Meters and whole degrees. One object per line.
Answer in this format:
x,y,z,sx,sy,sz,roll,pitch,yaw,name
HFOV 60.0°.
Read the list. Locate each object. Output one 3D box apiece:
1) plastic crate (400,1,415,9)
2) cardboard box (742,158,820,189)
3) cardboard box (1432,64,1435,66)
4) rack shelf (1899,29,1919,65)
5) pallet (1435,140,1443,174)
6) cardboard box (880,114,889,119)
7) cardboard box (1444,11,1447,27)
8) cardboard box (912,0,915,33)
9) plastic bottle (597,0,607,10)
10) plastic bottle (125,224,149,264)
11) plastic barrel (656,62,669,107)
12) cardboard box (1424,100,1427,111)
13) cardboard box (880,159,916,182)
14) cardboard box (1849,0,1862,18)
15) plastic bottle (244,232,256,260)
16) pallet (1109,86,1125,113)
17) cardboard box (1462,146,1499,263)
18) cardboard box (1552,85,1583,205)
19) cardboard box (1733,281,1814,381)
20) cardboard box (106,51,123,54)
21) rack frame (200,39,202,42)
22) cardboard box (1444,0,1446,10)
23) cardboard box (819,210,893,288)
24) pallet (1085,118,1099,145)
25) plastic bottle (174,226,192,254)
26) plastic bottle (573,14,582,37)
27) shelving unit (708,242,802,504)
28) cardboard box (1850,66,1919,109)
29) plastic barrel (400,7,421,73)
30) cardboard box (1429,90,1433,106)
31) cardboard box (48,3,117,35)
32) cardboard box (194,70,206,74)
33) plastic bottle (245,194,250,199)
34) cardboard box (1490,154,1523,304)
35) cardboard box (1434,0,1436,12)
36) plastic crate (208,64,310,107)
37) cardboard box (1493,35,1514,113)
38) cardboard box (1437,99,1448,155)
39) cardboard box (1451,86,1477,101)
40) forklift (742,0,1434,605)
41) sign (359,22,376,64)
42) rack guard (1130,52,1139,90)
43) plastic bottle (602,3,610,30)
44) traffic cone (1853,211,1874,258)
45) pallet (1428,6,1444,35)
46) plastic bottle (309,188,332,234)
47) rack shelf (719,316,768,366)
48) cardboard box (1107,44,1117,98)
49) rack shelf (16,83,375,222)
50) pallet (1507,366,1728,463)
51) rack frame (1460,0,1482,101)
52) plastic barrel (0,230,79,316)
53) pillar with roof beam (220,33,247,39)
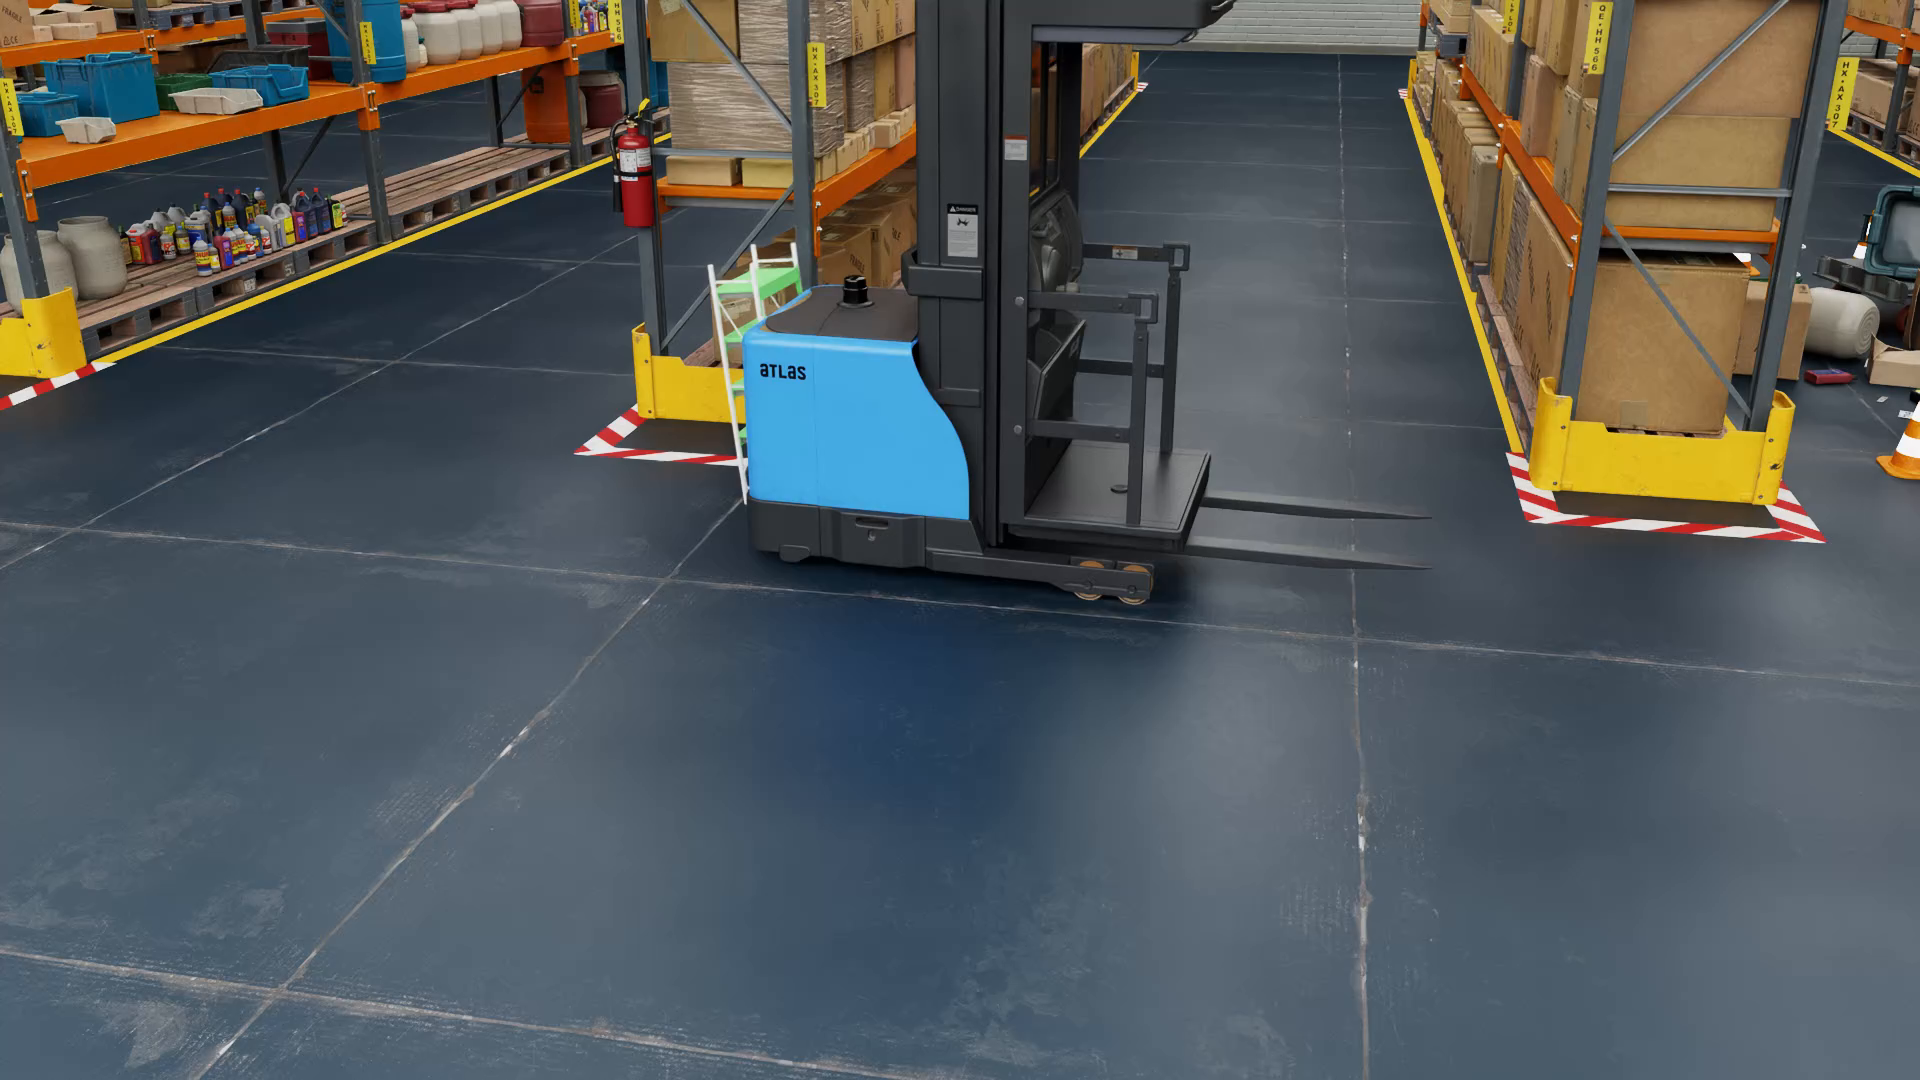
-5.135,-4.858,15.814,0.402,0.464,0.583,4,22,11,plastic crate
-0.998,-2.062,9.294,0.380,0.149,0.250,4,22,11,cardboard box
6.164,-5.929,21.018,0.380,0.149,0.250,5,22,11,cardboard box
10.452,-4.660,16.373,1.077,0.370,4.000,4,22,11,rack shelf
5.590,-4.040,17.602,1.003,0.211,1.213,4,22,11,pallet
-0.676,-2.704,10.890,0.380,0.149,0.250,4,22,11,cardboard box
4.933,-5.081,16.229,0.380,0.149,0.250,5,22,12,cardboard box
-0.500,-3.652,11.036,0.500,0.500,0.500,4,22,11,cardboard box
-4.197,-6.310,19.673,0.152,0.276,0.135,4,22,11,plastic bottle
-6.115,-2.206,12.372,0.152,0.276,0.135,5,22,11,plastic bottle
-3.817,-5.882,20.690,0.600,0.901,0.708,4,22,11,plastic barrel
5.866,-5.298,20.247,0.380,0.149,0.250,4,22,9,cardboard box
-0.327,-2.823,13.604,0.700,0.500,0.500,3,22,7,cardboard box
11.014,-6.525,19.905,0.500,0.500,0.500,5,23,13,cardboard box
-5.353,-2.213,12.491,0.097,0.201,0.097,0,22,0,plastic bottle
1.638,-5.907,22.238,1.003,0.211,1.213,4,22,11,pallet
4.400,-2.525,12.557,1.050,0.750,0.750,4,22,11,cardboard box
3.668,-2.089,8.824,0.875,0.550,0.550,4,22,11,cardboard box
5.049,-1.336,10.498,0.500,0.500,0.500,8,23,20,cardboard box
-12.923,-7.286,24.712,0.700,0.500,0.500,5,22,12,cardboard box
-12.572,-9.076,26.375,1.000,3.000,0.127,4,22,11,rack frame
4.988,-5.320,16.424,0.380,0.149,0.250,5,22,11,cardboard box
-0.753,-2.004,11.598,0.500,0.500,0.500,2,22,6,cardboard box
1.075,-4.899,19.736,1.003,0.211,1.213,4,22,11,pallet
-5.929,-2.289,12.680,0.097,0.201,0.097,0,22,0,plastic bottle
-4.101,-5.472,17.590,0.152,0.276,0.135,4,22,11,plastic bottle
-0.945,-0.828,8.272,0.258,1.200,0.503,1,21,19,shelving unit
11.461,-5.610,20.636,0.875,0.438,0.875,5,22,12,cardboard box
-4.912,-4.329,14.405,0.433,0.535,0.433,0,22,0,plastic barrel
5.747,-5.216,19.644,0.380,0.149,0.250,5,22,12,cardboard box
-9.471,-5.603,17.871,0.500,0.311,0.500,6,23,14,cardboard box
-8.773,-5.339,19.851,0.500,0.500,0.500,4,22,10,cardboard box
-5.855,-2.670,13.524,0.152,0.276,0.135,5,23,13,plastic bottle
4.165,-2.125,11.396,0.875,0.875,0.875,5,22,12,cardboard box
5.305,-5.750,17.890,0.380,0.149,0.250,5,22,11,cardboard box
-5.282,-3.438,12.574,0.499,0.251,0.616,4,22,11,plastic crate
4.206,-3.398,12.141,0.500,0.500,0.500,4,22,11,cardboard box
5.258,-4.283,17.257,0.500,0.500,0.500,3,22,9,cardboard box
5.061,-4.256,16.186,0.500,0.250,0.500,4,22,10,cardboard box
0.605,-1.301,7.160,3.031,2.935,1.130,6,23,14,forklift
-4.786,-4.015,13.437,0.100,0.325,0.005,4,22,11,sign
1.980,-6.793,24.051,1.175,0.500,0.348,4,22,11,rack guard
-3.888,-5.774,18.332,0.061,0.283,0.133,4,22,11,plastic bottle
7.191,-2.365,13.107,0.336,0.463,0.334,4,22,11,traffic cone
5.696,-5.708,18.269,1.003,0.211,1.213,4,22,11,pallet
-5.171,-2.650,13.376,0.144,0.351,0.185,4,22,9,plastic bottle
-0.963,-0.993,8.212,0.258,0.148,0.480,1,21,19,rack shelf
1.556,-6.254,21.650,0.875,0.875,0.875,4,22,11,cardboard box
-5.730,-2.867,11.921,1.077,0.370,4.000,4,22,11,rack shelf
3.632,-0.682,9.264,1.003,0.211,1.213,4,22,11,pallet
5.178,-4.603,15.267,1.000,3.000,0.127,4,22,11,rack frame
-6.079,-1.757,10.969,0.421,0.512,0.421,0,22,0,plastic barrel
-8.654,-12.584,27.055,9.100,9.000,0.400,4,22,11,pillar with roof beam
